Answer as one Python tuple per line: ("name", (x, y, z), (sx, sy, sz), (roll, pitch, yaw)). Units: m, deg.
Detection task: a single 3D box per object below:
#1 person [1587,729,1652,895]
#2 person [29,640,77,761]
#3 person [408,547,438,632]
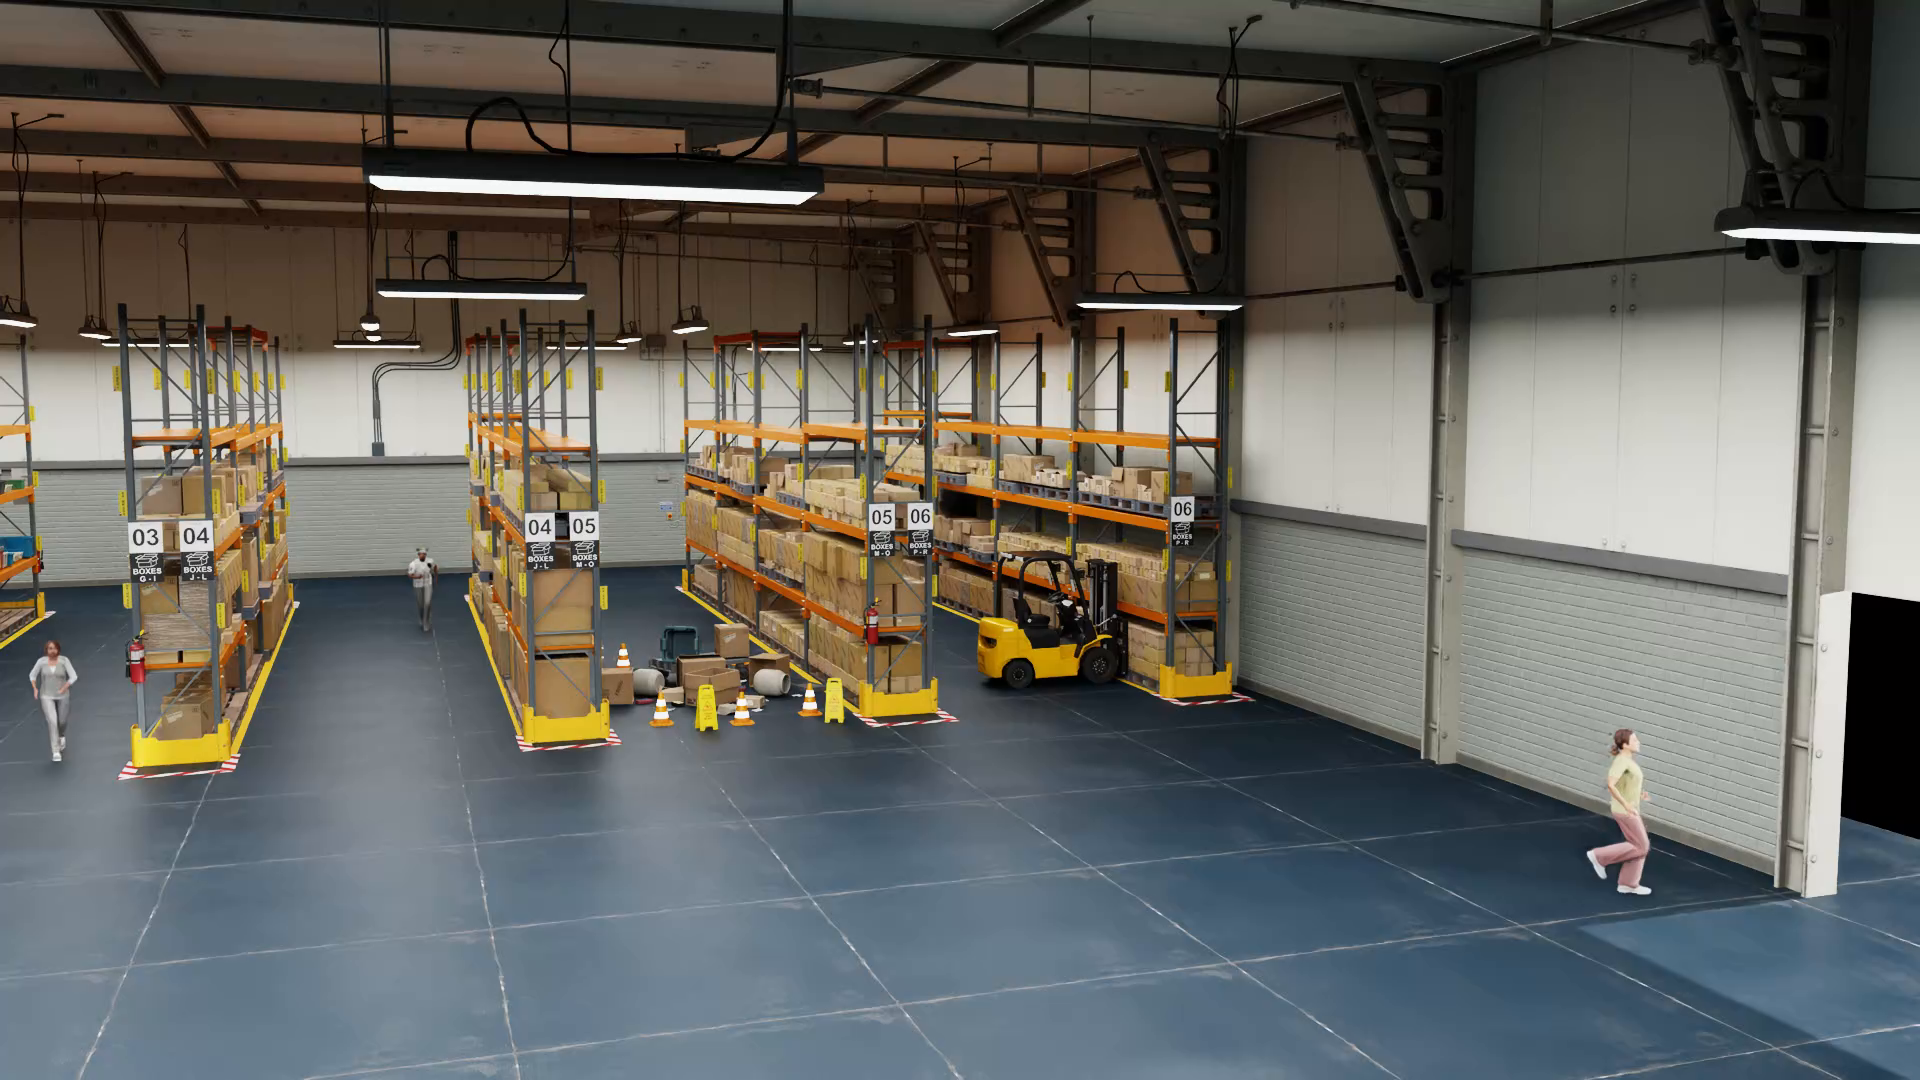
("person", (6.486, 2.649, 16.307), (0.597, 1.624, 0.596), (2, 6, 23))
("person", (-12.073, 2.109, 22.163), (0.557, 1.589, 0.746), (-3, 6, -30))
("person", (-10.887, 0.977, 33.723), (0.600, 1.735, 0.874), (-2, 6, -23))
